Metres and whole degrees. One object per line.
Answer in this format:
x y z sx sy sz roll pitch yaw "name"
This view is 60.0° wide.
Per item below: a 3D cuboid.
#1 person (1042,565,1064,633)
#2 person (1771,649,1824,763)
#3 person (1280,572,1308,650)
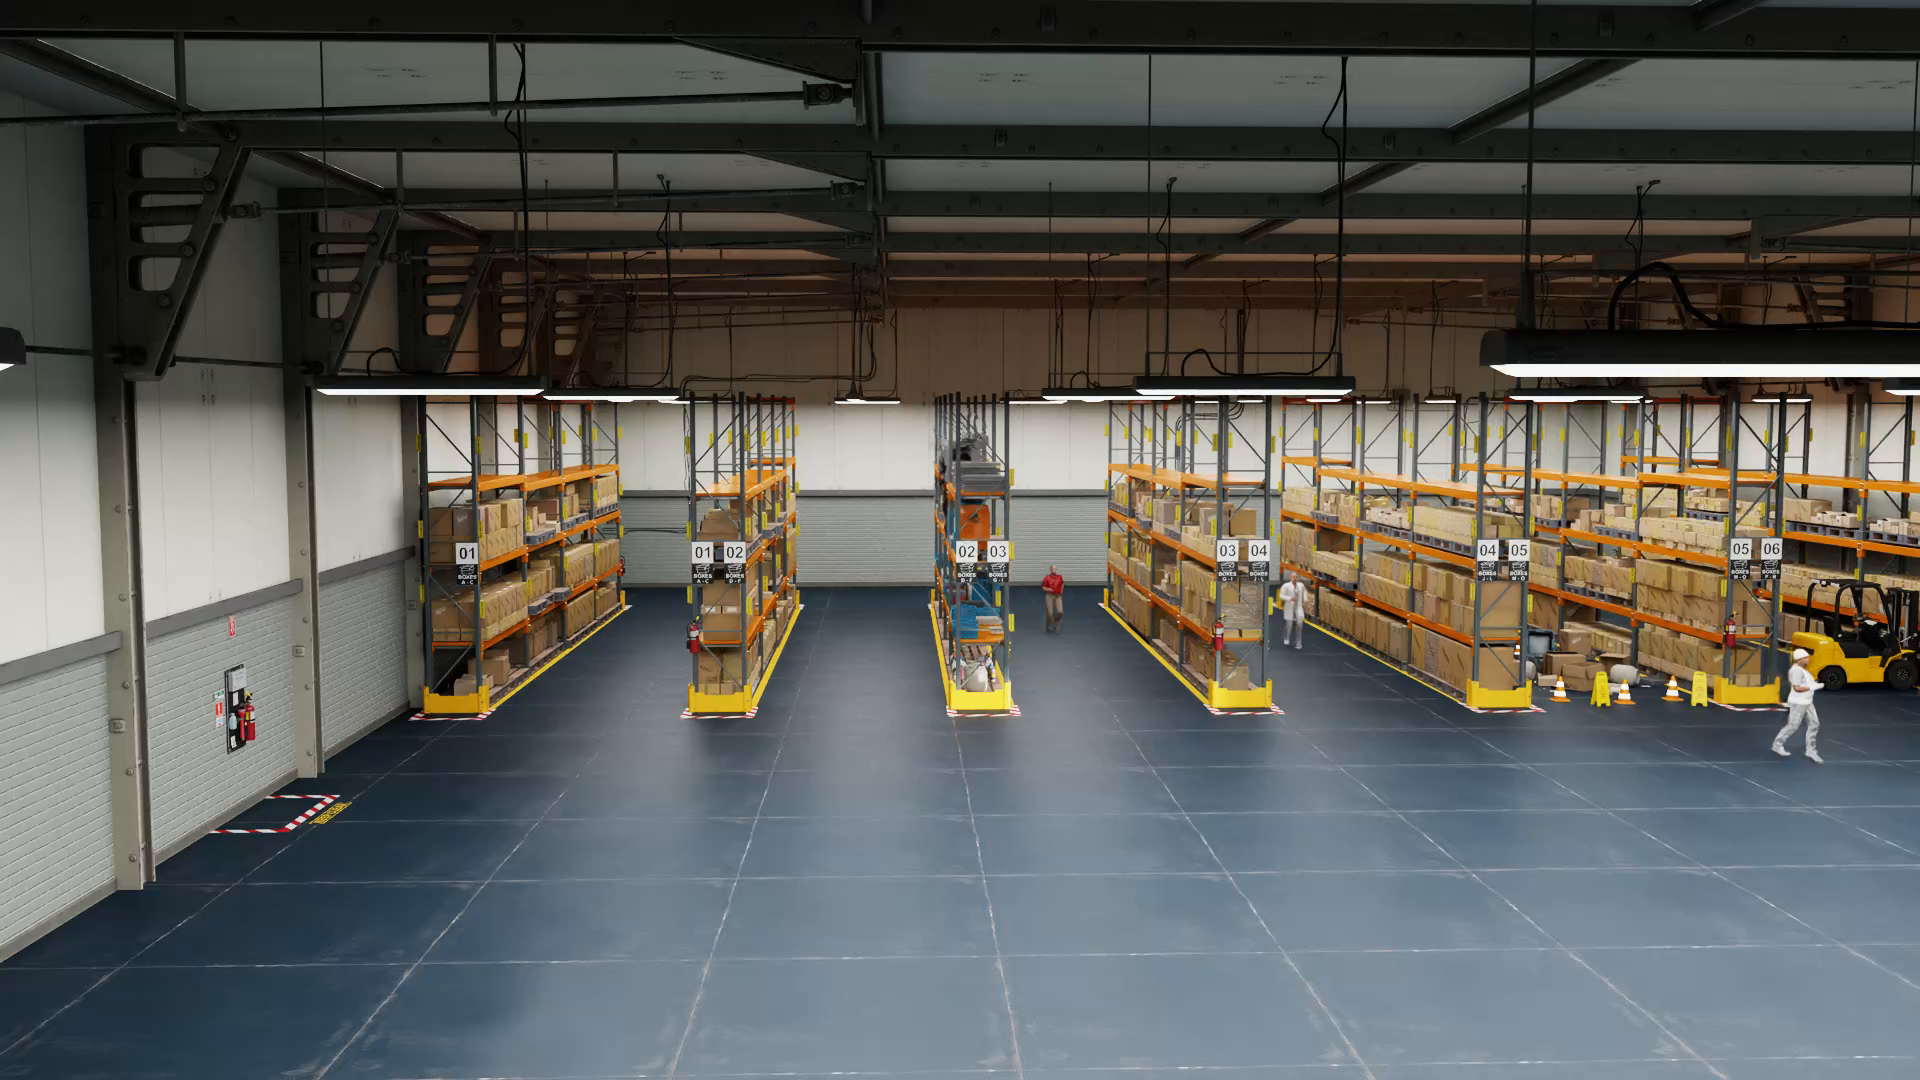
2.380 1.517 42.093 0.614 1.751 0.740 -1 5 -11 "person"
13.563 2.670 26.878 0.775 1.835 0.664 4 6 44 "person"
7.923 1.733 39.477 0.735 1.792 0.836 -1 5 -6 "person"
